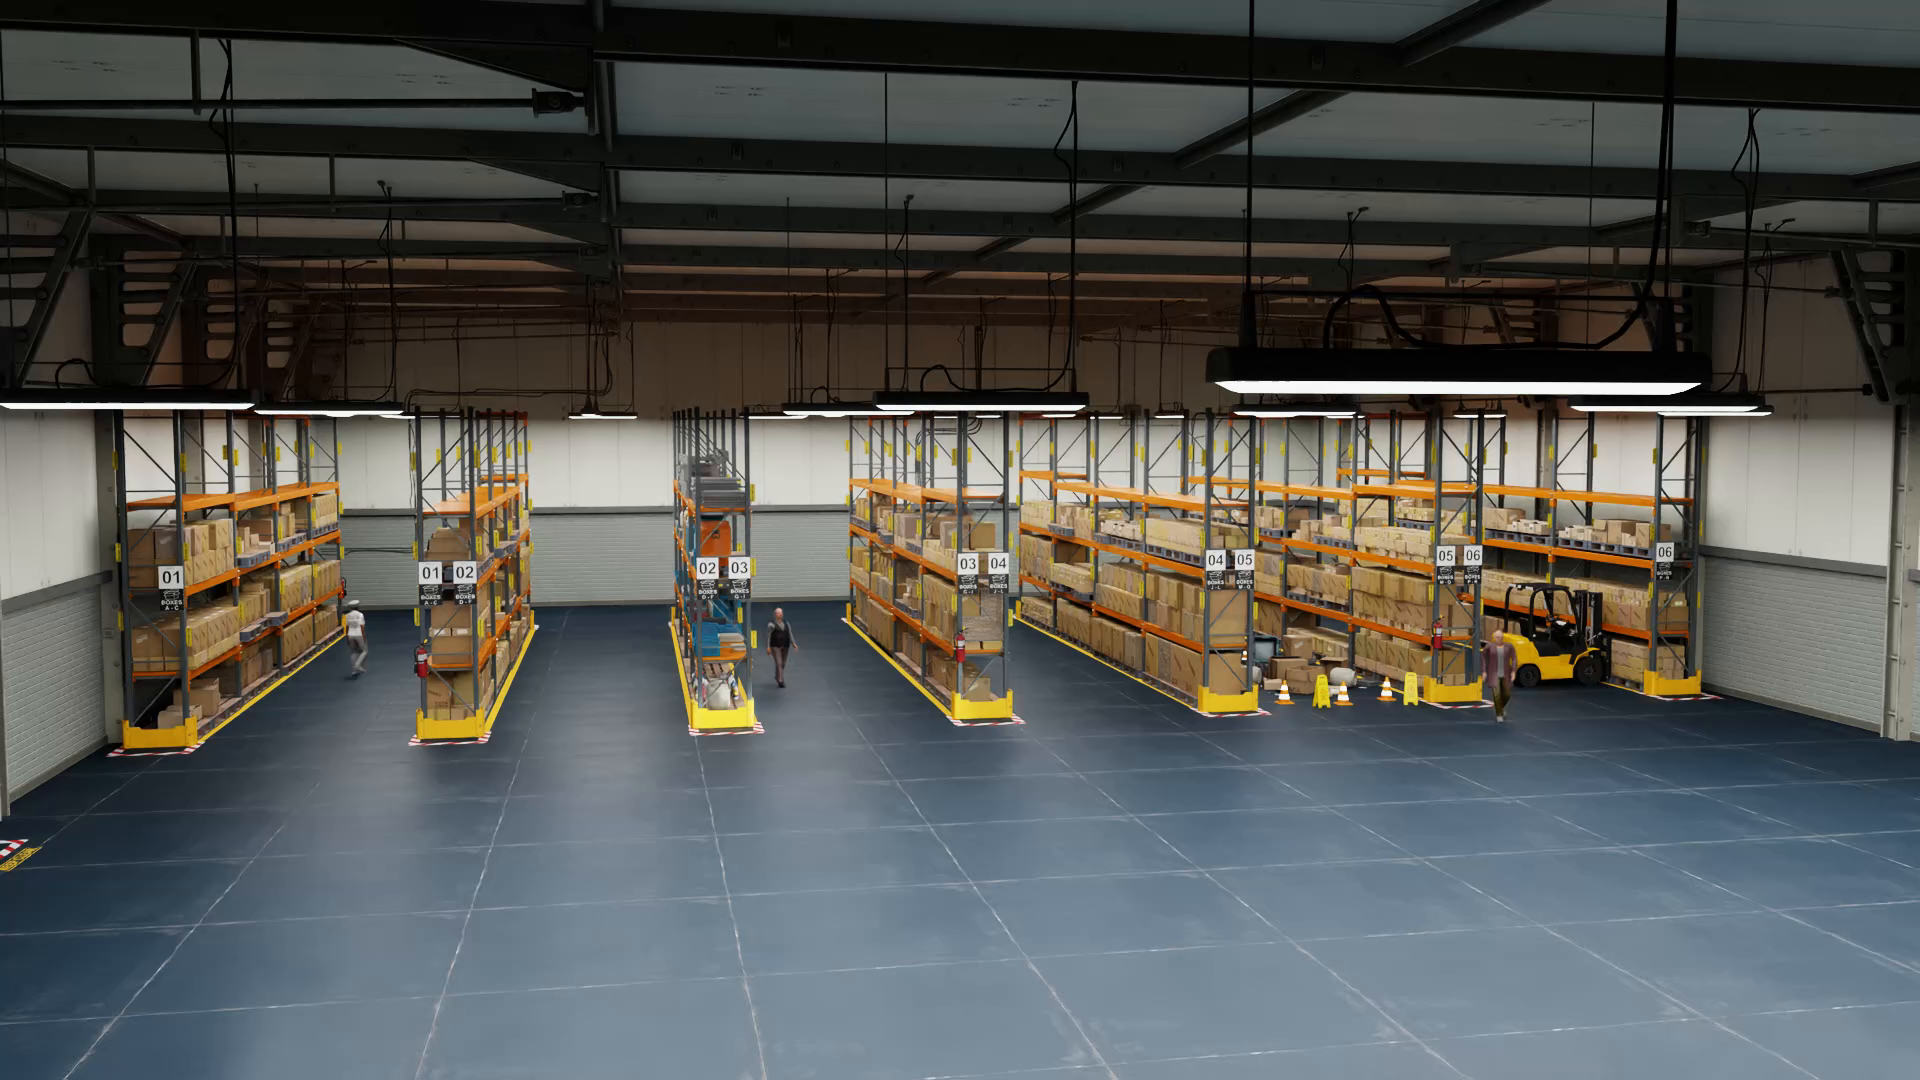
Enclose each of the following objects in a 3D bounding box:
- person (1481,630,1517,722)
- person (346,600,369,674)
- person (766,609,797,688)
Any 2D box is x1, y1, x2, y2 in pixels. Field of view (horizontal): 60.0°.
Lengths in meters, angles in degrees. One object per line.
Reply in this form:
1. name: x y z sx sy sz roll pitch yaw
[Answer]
1. person: 10.349 2.581 31.961 0.641 1.757 0.751 1 4 8
2. person: -13.683 2.213 37.647 0.514 1.672 0.488 1 4 11
3. person: -3.879 2.318 35.938 0.622 1.675 1.046 -2 5 -27
